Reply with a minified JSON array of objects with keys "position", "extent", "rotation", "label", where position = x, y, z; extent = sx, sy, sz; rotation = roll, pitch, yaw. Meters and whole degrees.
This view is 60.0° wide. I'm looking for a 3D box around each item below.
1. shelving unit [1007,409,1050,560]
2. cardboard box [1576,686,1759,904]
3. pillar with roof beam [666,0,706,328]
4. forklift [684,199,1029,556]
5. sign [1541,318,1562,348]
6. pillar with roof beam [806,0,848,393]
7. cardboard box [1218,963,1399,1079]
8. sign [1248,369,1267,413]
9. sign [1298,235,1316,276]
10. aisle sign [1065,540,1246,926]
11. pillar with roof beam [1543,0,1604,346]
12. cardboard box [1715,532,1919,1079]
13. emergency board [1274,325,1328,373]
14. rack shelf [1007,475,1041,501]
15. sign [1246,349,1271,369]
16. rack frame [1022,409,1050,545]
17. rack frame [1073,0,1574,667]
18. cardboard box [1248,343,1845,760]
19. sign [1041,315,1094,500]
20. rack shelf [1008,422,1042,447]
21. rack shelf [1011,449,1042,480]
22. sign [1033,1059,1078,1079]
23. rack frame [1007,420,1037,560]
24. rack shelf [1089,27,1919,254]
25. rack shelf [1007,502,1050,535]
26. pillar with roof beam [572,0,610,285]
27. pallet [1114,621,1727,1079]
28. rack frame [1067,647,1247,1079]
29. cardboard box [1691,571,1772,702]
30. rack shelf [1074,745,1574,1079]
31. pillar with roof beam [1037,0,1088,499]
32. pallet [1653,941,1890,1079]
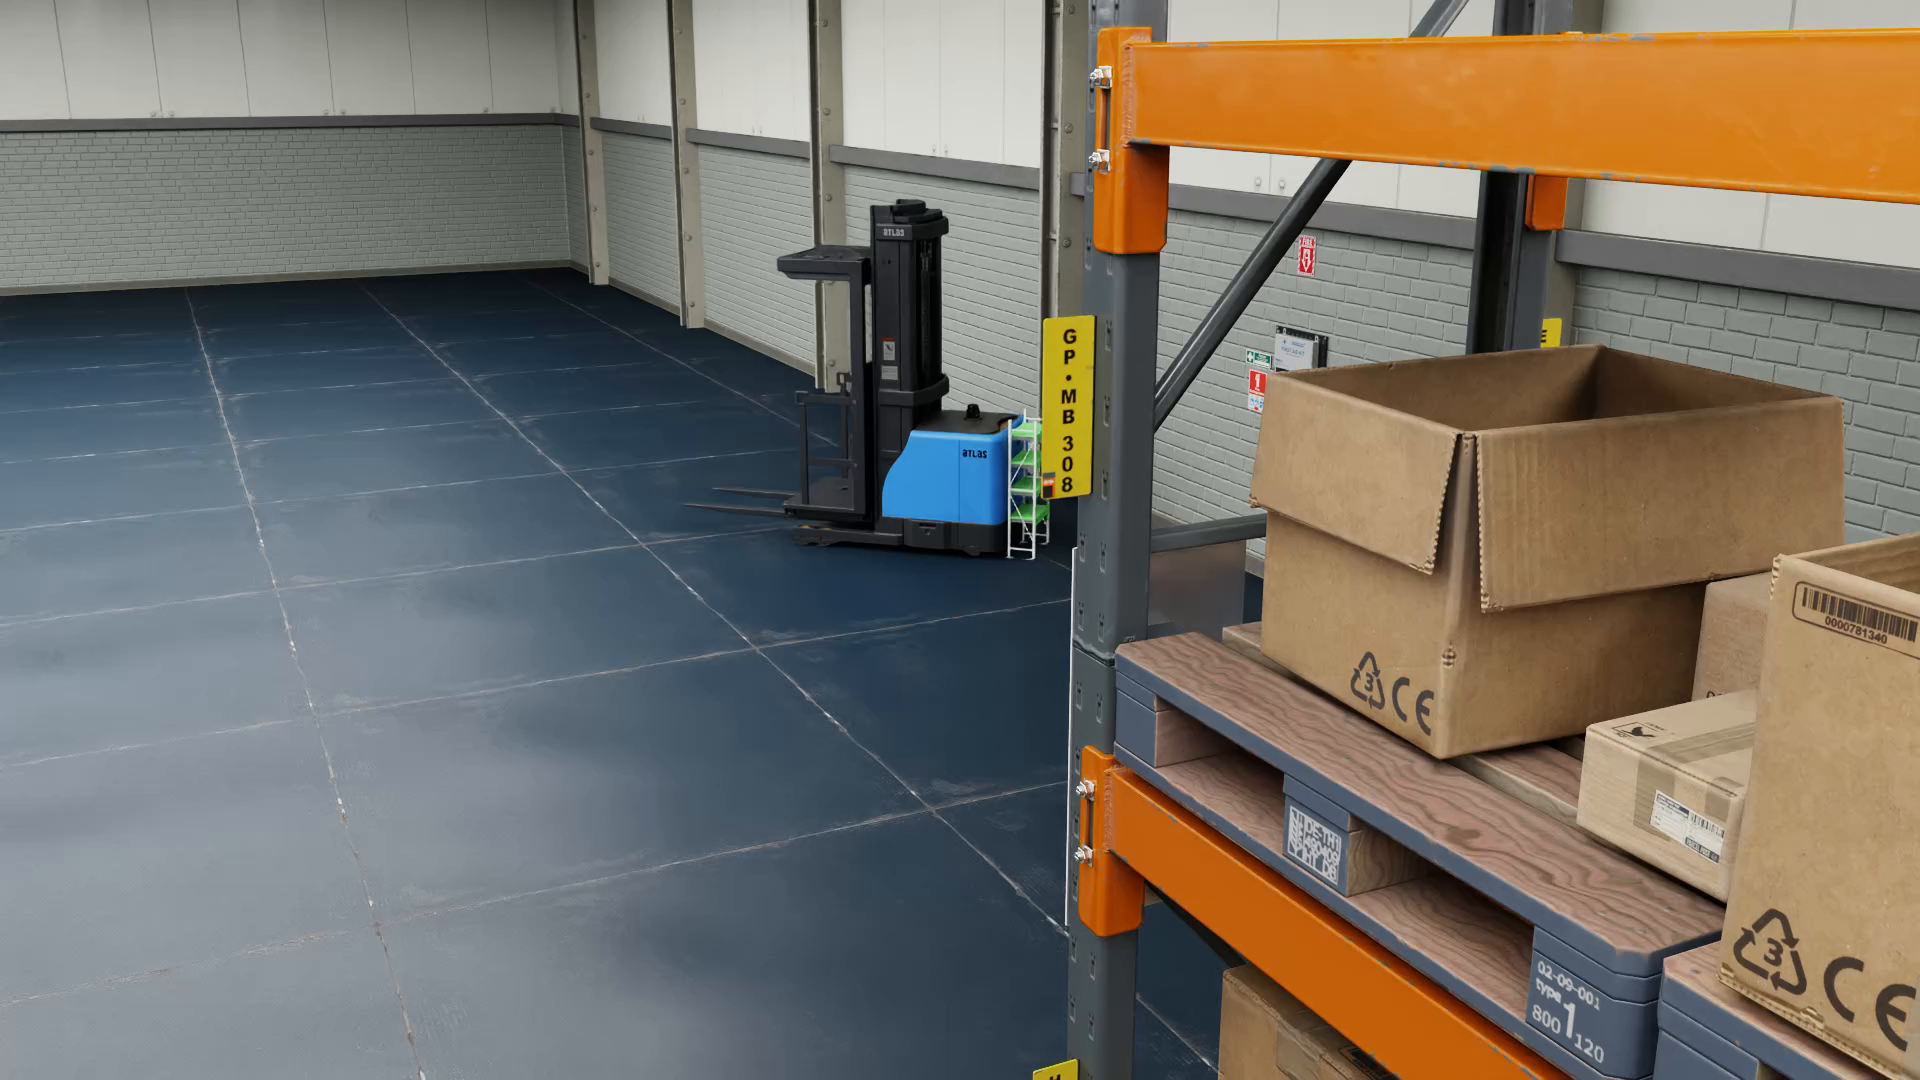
[{"position":[0.594,-0.482,14.254],"extent":[0.258,1.200,0.503],"rotation":[5,17,16],"label":"shelving unit"},{"position":[1.050,0.322,2.192],"extent":[0.380,0.149,0.250],"rotation":[-8,18,-25],"label":"cardboard box"},{"position":[-8.155,-7.246,23.685],"extent":[9.100,9.000,0.400],"rotation":[-8,18,-25],"label":"pillar with roof beam"},{"position":[-0.956,-1.485,14.611],"extent":[3.031,2.935,1.130],"rotation":[5,17,16],"label":"forklift"},{"position":[1.187,-0.292,3.431],"extent":[0.100,0.325,0.005],"rotation":[-8,18,-25],"label":"sign"},{"position":[-5.527,-5.758,18.501],"extent":[9.100,9.000,0.400],"rotation":[-8,18,-25],"label":"pillar with roof beam"},{"position":[0.909,1.058,3.092],"extent":[0.700,0.500,0.500],"rotation":[-8,18,-25],"label":"cardboard box"},{"position":[2.402,-1.203,13.440],"extent":[0.001,0.329,0.234],"rotation":[-8,18,-25],"label":"sign"},{"position":[2.638,-2.165,12.653],"extent":[0.001,0.298,0.199],"rotation":[-8,18,-25],"label":"sign"},{"position":[0.389,0.370,3.309],"extent":[0.394,0.787,0.004],"rotation":[-8,18,-25],"label":"aisle sign"},{"position":[-0.270,-2.782,8.132],"extent":[9.100,9.000,0.400],"rotation":[-8,18,-25],"label":"pillar with roof beam"},{"position":[1.175,0.285,1.685],"extent":[0.500,0.500,0.500],"rotation":[-8,18,-25],"label":"cardboard box"},{"position":[2.552,-1.036,12.924],"extent":[0.194,1.169,0.643],"rotation":[-8,18,-25],"label":"emergency board"},{"position":[0.594,-0.420,14.271],"extent":[0.258,0.148,0.480],"rotation":[5,17,16],"label":"rack shelf"},{"position":[2.397,-1.456,13.359],"extent":[0.001,0.109,0.331],"rotation":[-8,18,-25],"label":"sign"},{"position":[0.665,-0.546,14.478],"extent":[0.240,1.200,0.015],"rotation":[5,17,16],"label":"rack frame"},{"position":[0.693,-1.284,2.912],"extent":[1.000,3.000,0.127],"rotation":[-8,18,-25],"label":"rack frame"},{"position":[0.941,-0.018,2.736],"extent":[0.797,0.503,0.637],"rotation":[-6,17,-21],"label":"cardboard box"},{"position":[0.192,-0.235,2.966],"extent":[0.100,0.325,0.005],"rotation":[-8,18,-25],"label":"sign"},{"position":[0.594,-0.882,14.139],"extent":[0.258,0.148,0.480],"rotation":[5,17,16],"label":"rack shelf"},{"position":[0.594,-0.651,14.205],"extent":[0.258,0.148,0.480],"rotation":[5,17,16],"label":"rack shelf"},{"position":[0.192,1.211,3.381],"extent":[0.100,0.325,0.005],"rotation":[-8,18,-25],"label":"sign"},{"position":[0.524,-0.417,14.029],"extent":[0.240,1.200,0.015],"rotation":[5,17,16],"label":"rack frame"},{"position":[1.569,-0.250,1.338],"extent":[1.077,0.370,4.000],"rotation":[-8,18,-25],"label":"rack shelf"},{"position":[0.594,-0.190,14.338],"extent":[0.258,0.148,0.480],"rotation":[5,17,16],"label":"rack shelf"},{"position":[-10.784,-8.733,28.869],"extent":[9.100,9.000,0.400],"rotation":[-8,18,-25],"label":"pillar with roof beam"},{"position":[0.980,0.378,2.716],"extent":[1.003,0.211,1.213],"rotation":[-8,18,-25],"label":"pallet"},{"position":[0.693,1.599,3.739],"extent":[1.000,3.000,0.127],"rotation":[-8,18,-25],"label":"rack frame"},{"position":[1.435,0.214,2.385],"extent":[0.500,0.250,0.500],"rotation":[-8,18,-25],"label":"cardboard box"},{"position":[1.569,0.999,1.697],"extent":[1.077,0.370,4.000],"rotation":[-8,18,-25],"label":"rack shelf"},{"position":[-2.898,-4.270,13.316],"extent":[9.100,9.000,0.400],"rotation":[-8,18,-25],"label":"pillar with roof beam"},{"position":[1.518,0.681,1.660],"extent":[1.003,0.211,1.213],"rotation":[-8,18,-25],"label":"pallet"}]
